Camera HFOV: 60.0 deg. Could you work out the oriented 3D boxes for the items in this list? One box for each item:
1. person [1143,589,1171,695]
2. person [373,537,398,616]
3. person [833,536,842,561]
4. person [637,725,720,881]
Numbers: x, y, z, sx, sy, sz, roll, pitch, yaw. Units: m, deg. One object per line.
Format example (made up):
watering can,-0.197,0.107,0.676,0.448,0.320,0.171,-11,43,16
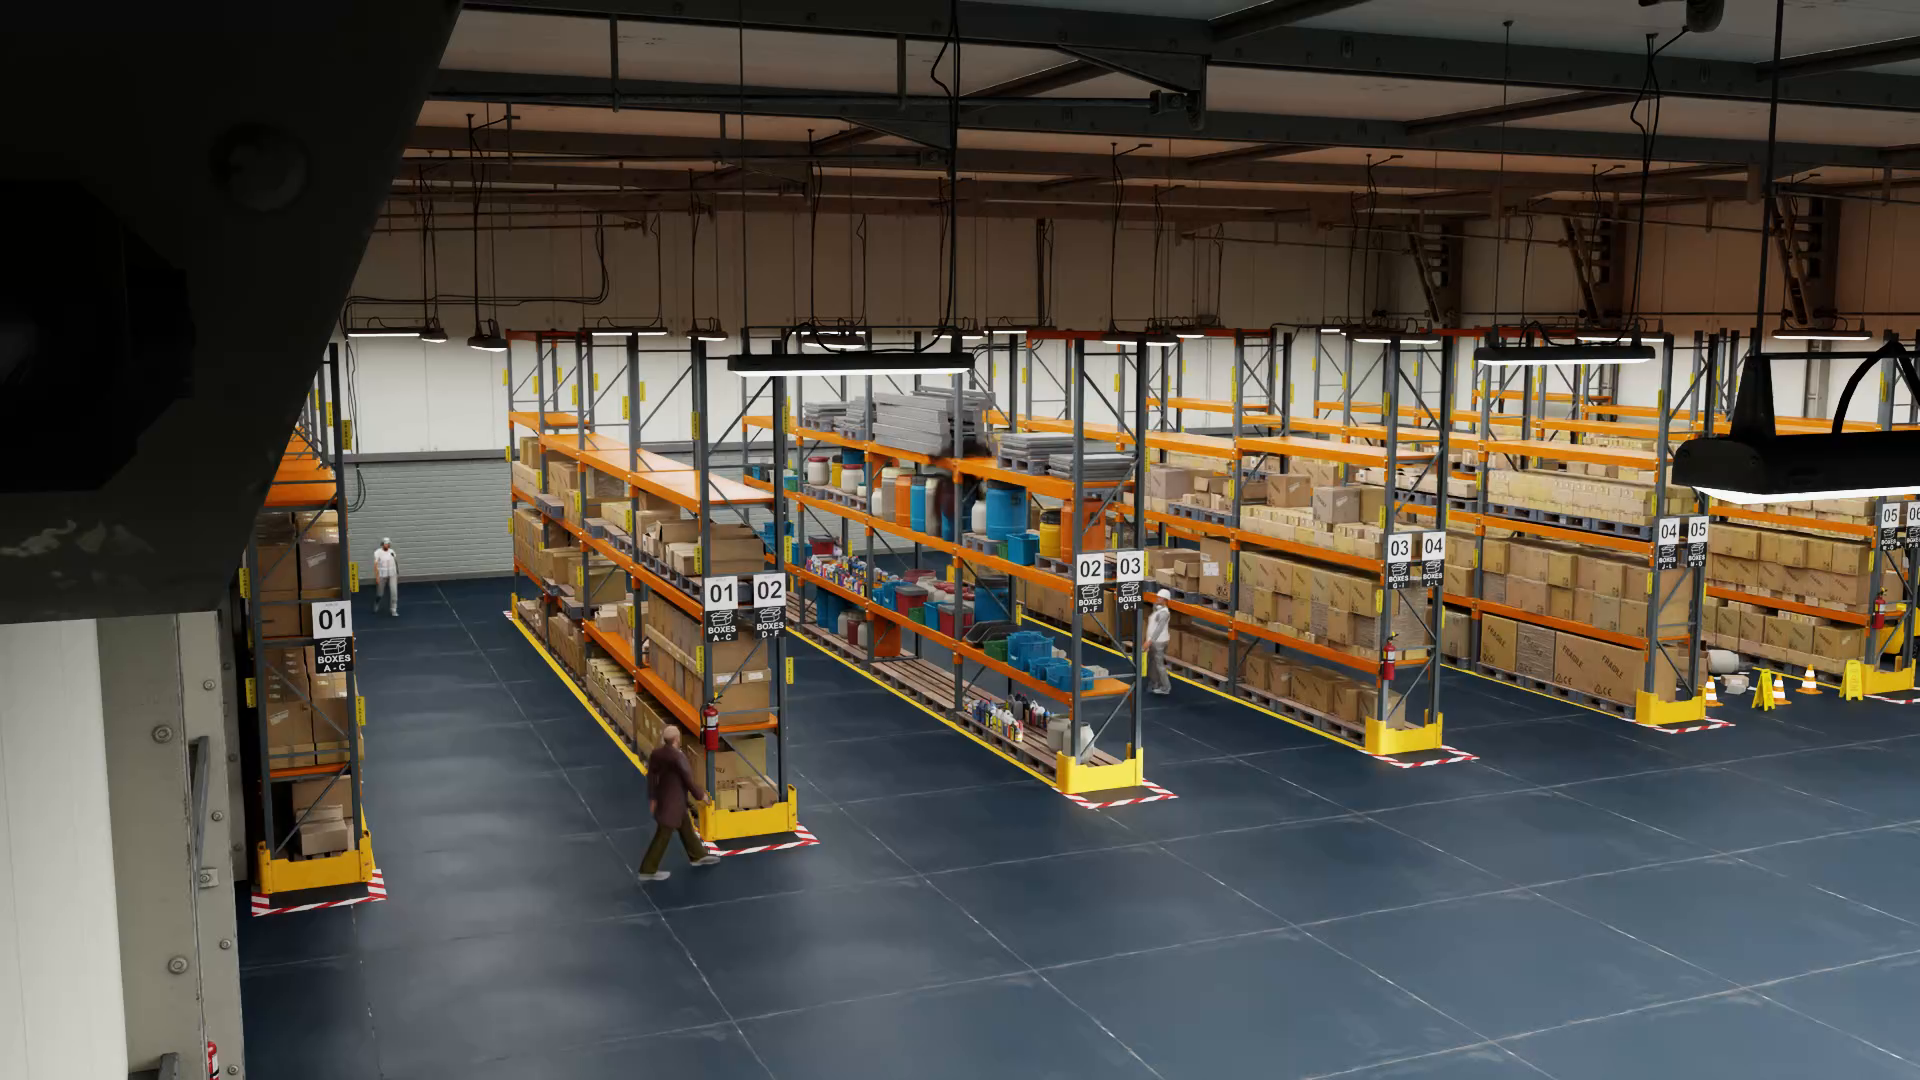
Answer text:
person,3.275,1.726,27.685,0.552,1.830,0.591,4,9,26
person,-12.086,0.754,35.013,0.483,1.636,0.789,-5,9,-31
person,-2.592,0.732,35.253,0.439,1.650,0.538,1,8,5
person,-3.127,2.913,18.626,1.063,1.731,0.567,-5,9,-31
